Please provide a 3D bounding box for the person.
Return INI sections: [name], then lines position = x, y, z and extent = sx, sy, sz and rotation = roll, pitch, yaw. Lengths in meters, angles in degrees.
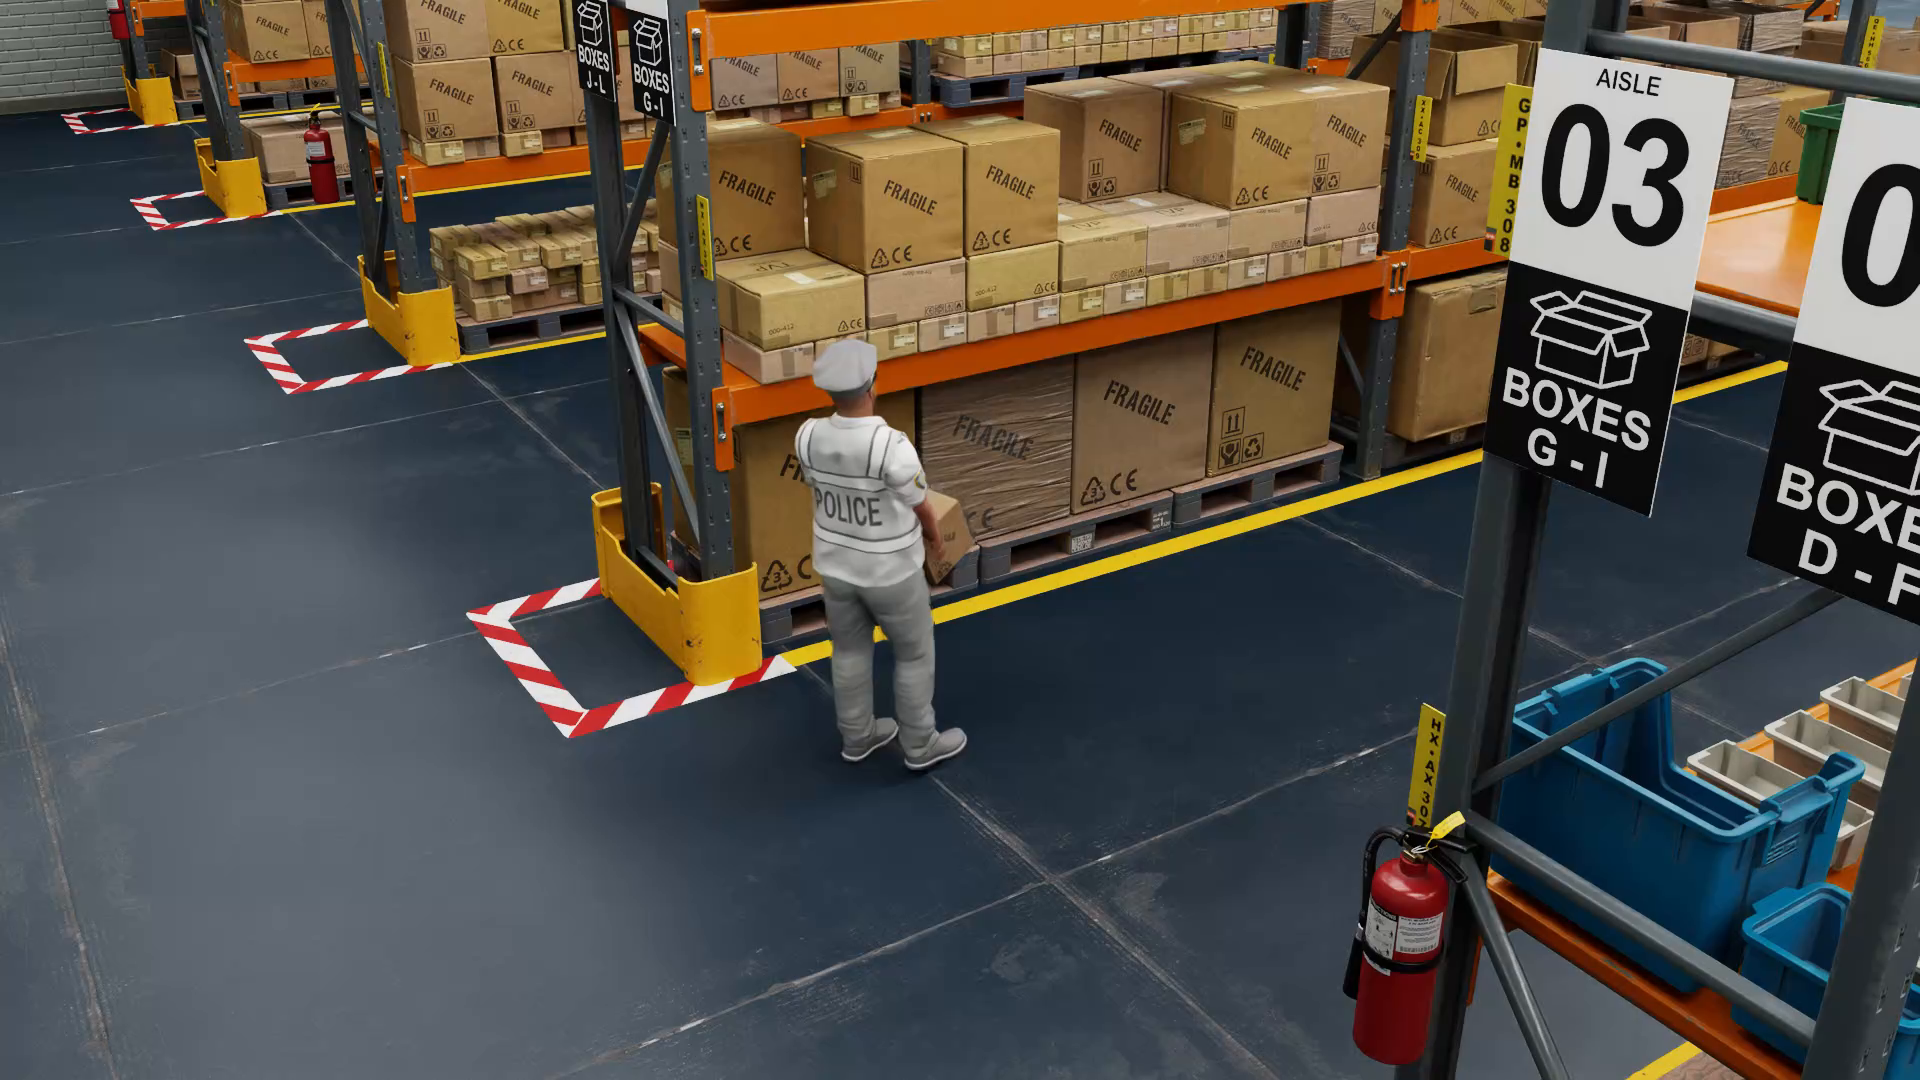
[person]
position = -0.309, 0.065, 6.415
extent = 0.561, 1.787, 0.528
rotation = 12, 27, 24
